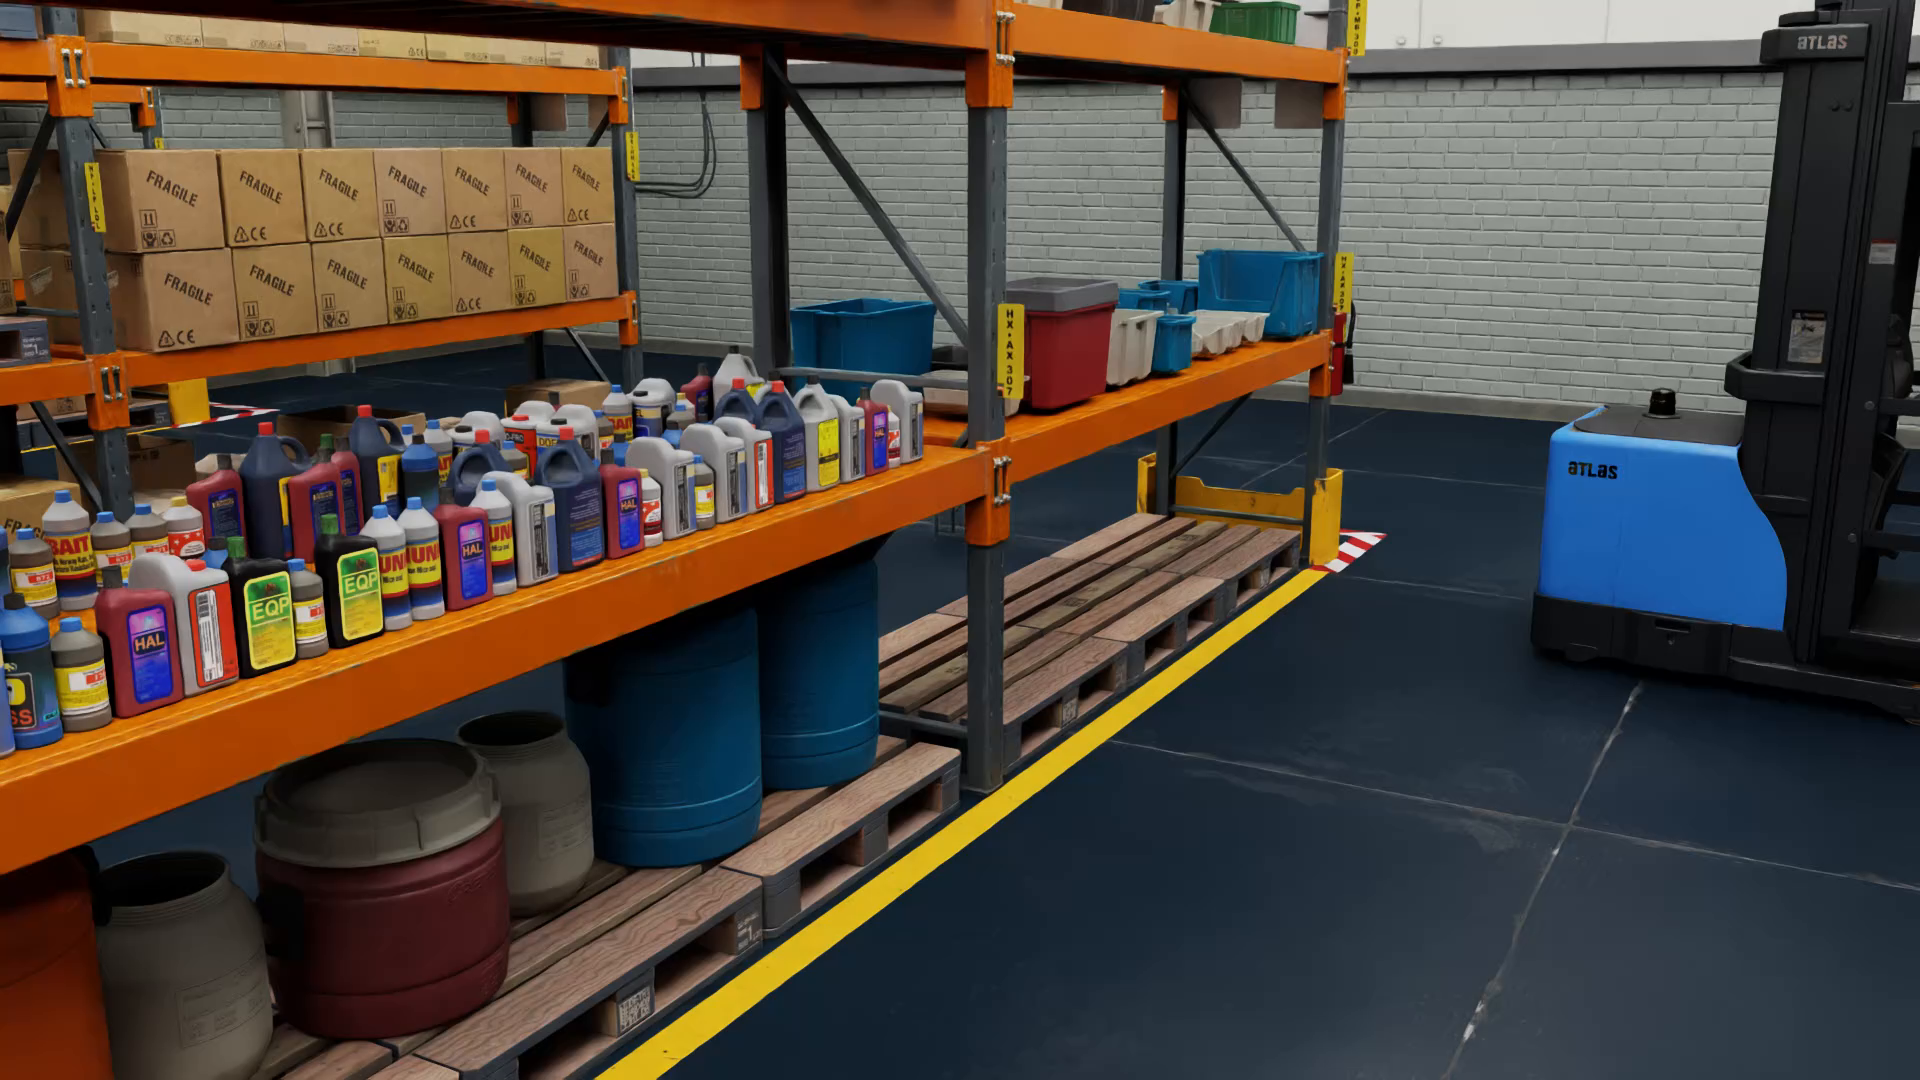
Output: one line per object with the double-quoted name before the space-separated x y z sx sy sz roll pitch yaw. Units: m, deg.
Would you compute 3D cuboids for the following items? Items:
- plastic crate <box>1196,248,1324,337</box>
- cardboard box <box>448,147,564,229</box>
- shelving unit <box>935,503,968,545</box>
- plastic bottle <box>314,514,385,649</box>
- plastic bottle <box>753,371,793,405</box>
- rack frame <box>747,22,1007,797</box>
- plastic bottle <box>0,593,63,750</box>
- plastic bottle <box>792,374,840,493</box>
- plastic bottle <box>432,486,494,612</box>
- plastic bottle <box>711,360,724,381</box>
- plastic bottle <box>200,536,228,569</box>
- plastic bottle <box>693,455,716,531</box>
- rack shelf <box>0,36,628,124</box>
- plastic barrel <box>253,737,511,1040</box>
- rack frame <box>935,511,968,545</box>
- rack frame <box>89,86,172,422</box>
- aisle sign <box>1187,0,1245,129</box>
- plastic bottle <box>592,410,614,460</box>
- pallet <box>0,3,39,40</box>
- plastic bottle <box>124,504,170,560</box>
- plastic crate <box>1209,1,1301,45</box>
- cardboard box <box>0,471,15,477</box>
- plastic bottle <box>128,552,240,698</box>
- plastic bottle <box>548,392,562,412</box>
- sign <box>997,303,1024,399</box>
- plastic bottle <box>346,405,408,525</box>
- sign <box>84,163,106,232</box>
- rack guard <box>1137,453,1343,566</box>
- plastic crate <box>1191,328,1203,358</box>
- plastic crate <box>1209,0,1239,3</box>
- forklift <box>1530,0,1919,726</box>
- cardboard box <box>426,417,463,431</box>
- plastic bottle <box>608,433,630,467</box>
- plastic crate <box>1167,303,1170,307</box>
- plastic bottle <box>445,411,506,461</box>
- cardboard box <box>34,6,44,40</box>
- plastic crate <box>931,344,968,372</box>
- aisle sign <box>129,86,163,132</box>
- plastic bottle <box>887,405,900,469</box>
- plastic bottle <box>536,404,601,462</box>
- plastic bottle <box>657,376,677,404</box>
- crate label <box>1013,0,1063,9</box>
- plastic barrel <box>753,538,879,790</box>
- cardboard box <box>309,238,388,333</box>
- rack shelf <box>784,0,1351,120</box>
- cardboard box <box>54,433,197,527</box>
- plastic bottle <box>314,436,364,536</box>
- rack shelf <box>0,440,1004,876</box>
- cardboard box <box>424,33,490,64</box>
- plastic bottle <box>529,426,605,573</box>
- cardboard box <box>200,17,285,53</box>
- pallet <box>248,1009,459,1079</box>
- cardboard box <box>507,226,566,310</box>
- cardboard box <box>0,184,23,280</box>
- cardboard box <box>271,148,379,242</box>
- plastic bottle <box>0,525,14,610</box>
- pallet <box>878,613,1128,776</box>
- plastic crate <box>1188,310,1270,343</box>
"plastic crate" 1.630 -1.359 9.067 0.616 0.435 0.499 7 15 28
"cardboard box" -2.924 -2.273 10.715 0.500 0.500 0.500 8 16 30
"shelving unit" 0.004 -0.439 9.935 0.258 0.900 0.210 7 15 28
"plastic bottle" -1.307 0.079 3.555 0.061 0.283 0.133 7 15 28
"plastic bottle" -0.590 -0.349 5.184 0.144 0.351 0.185 7 15 28
"rack frame" -0.306 -0.582 6.047 1.000 3.000 0.127 7 15 28
"plastic bottle" -1.667 0.229 2.960 0.097 0.271 0.097 0 14 0
"plastic bottle" -0.463 -0.332 5.117 0.144 0.351 0.185 7 15 28
"plastic bottle" -1.149 0.011 3.835 0.061 0.283 0.133 7 15 28
"plastic bottle" -0.856 -0.498 5.949 0.061 0.283 0.133 7 15 28
"plastic bottle" -1.497 0.127 3.382 0.097 0.271 0.097 0 14 0
"plastic bottle" -0.731 -0.135 4.617 0.097 0.201 0.097 0 14 0
"rack shelf" -3.673 -2.663 9.813 1.077 0.370 4.000 7 15 28
"plastic barrel" -1.472 0.873 4.262 0.600 0.588 0.708 7 15 28
"rack frame" -0.045 -0.418 9.848 0.240 0.900 0.006 7 15 28
"rack frame" -7.044 -2.525 14.107 1.000 3.000 0.127 7 15 28
"aisle sign" 1.403 -2.715 9.347 0.394 0.787 0.004 7 15 28
"plastic bottle" -1.167 -0.318 5.375 0.097 0.201 0.097 0 14 0
"pallet" -5.017 -2.385 7.526 1.213 0.211 1.003 7 15 28
"plastic bottle" -1.951 0.015 3.994 0.097 0.201 0.097 0 14 0
"plastic crate" 1.401 -2.523 8.151 0.450 0.188 0.336 7 15 28
"cardboard box" -5.087 -0.071 8.322 0.500 0.500 0.500 7 15 26
"plastic bottle" -1.523 0.152 3.267 0.152 0.276 0.135 7 15 28
"plastic bottle" -1.286 -0.316 5.193 0.061 0.283 0.133 7 15 28
"sign" 0.175 -0.654 5.754 0.100 0.325 0.005 7 15 28
"plastic bottle" -1.597 -0.196 4.553 0.144 0.351 0.185 7 15 28
"sign" -4.152 -1.645 7.984 0.100 0.325 0.005 7 15 28
"rack guard" 1.628 -0.194 9.770 1.175 0.500 0.348 7 15 28
"plastic crate" 1.000 -0.935 7.947 0.298 0.136 0.250 7 15 28
"plastic crate" 1.198 -2.750 8.918 0.497 0.269 0.590 7 15 28
"forklift" 4.170 -0.776 6.998 3.031 2.935 1.130 9 16 33
"cardboard box" -3.459 -0.660 11.298 0.500 0.250 0.500 7 15 28
"plastic bottle" -0.929 -0.158 4.565 0.097 0.271 0.097 0 14 0
"plastic crate" 0.993 -1.234 9.185 0.250 0.136 0.298 7 15 28
"plastic bottle" -1.423 -0.232 4.861 0.152 0.276 0.135 7 15 28
"cardboard box" -4.638 -2.659 8.583 0.500 0.250 0.500 7 15 28
"plastic crate" 0.000 -0.737 7.151 0.437 0.125 0.590 7 15 28
"aisle sign" -6.747 -3.770 13.722 0.394 0.787 0.004 7 15 28
"plastic bottle" -0.245 -0.341 5.471 0.097 0.201 0.097 0 14 0
"plastic bottle" -1.177 -0.263 4.987 0.152 0.276 0.135 7 15 28
"plastic bottle" -1.008 -0.419 5.647 0.097 0.271 0.097 0 14 0
"crate label" 0.184 -1.980 6.007 0.293 0.136 0.466 7 15 28
"plastic barrel" -0.583 0.344 5.789 0.600 0.901 0.708 7 15 28
"cardboard box" -3.666 -1.474 9.534 0.500 0.500 0.500 7 15 28
"rack shelf" 0.661 -2.101 7.482 1.077 0.370 4.000 7 15 28
"cardboard box" -4.613 -0.292 9.237 0.500 0.500 0.500 7 15 28
"plastic bottle" -1.657 -0.129 4.416 0.061 0.283 0.133 7 15 28
"rack shelf" -1.272 0.178 4.429 1.077 0.370 4.000 7 15 28
"cardboard box" -3.205 -3.009 10.035 0.500 0.250 0.500 7 15 28
"plastic bottle" -0.996 -0.106 4.179 0.144 0.351 0.185 7 15 28
"cardboard box" -3.943 -2.703 8.765 0.500 0.250 0.500 7 15 28
"pallet" -1.895 1.428 3.660 1.003 0.211 1.213 7 15 28
"cardboard box" -2.932 -1.784 10.818 0.500 0.500 0.500 8 15 29
"cardboard box" -7.624 -2.414 13.008 0.980 0.700 0.700 7 15 28
"cardboard box" -3.668 -1.955 9.394 0.500 0.500 0.500 7 15 26
"plastic bottle" -2.140 0.061 3.654 0.097 0.271 0.097 0 14 0
"pallet" 0.016 0.619 7.018 1.003 0.211 1.213 7 15 28
"plastic crate" 1.392 -1.116 8.696 0.396 0.136 0.243 7 15 28
